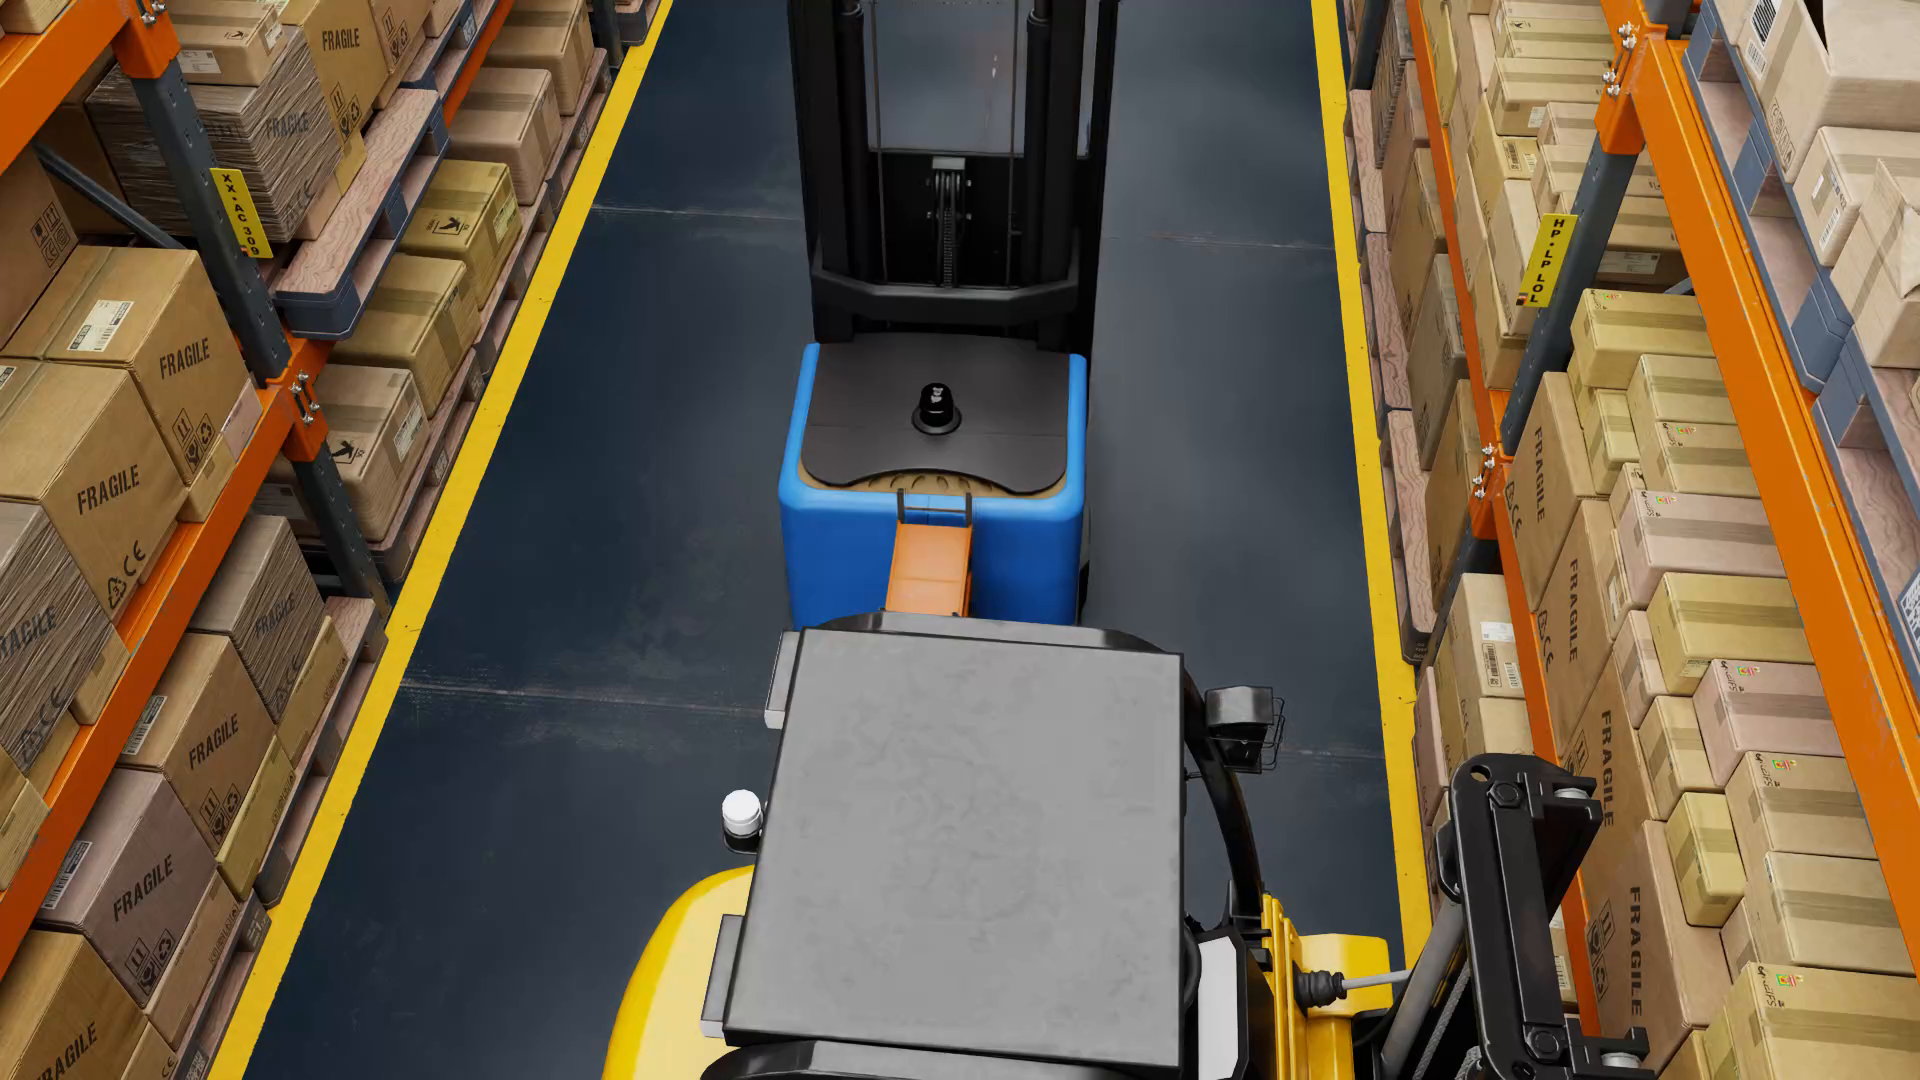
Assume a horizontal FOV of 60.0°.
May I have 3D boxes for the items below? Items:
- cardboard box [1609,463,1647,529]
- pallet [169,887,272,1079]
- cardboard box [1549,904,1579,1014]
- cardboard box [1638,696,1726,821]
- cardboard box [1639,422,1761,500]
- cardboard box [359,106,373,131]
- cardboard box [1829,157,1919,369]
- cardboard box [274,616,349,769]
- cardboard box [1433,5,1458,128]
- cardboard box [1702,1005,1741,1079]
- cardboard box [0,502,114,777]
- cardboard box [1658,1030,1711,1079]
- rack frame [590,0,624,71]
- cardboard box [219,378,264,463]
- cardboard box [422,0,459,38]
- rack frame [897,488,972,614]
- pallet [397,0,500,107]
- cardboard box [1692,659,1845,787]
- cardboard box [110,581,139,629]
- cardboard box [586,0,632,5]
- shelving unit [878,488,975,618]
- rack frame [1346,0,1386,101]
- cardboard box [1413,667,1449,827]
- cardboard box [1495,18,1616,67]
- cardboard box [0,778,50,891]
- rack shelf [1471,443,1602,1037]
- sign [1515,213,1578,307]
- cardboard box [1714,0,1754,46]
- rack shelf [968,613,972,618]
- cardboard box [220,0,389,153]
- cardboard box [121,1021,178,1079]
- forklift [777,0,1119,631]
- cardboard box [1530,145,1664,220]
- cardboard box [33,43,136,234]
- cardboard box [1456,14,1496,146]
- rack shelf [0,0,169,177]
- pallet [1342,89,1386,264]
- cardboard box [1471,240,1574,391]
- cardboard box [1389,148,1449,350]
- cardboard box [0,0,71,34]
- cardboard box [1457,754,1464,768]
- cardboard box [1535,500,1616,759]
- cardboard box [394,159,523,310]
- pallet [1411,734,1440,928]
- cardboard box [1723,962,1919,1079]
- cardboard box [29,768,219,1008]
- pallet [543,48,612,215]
[{"bbox_3d":[1.905,-0.052,4.284,0.380,0.149,0.250,4,48,3],"label":"cardboard box"},{"bbox_3d":[-2.864,1.605,5.165,1.003,0.211,1.213,4,48,4],"label":"pallet"},{"bbox_3d":[1.766,1.125,4.616,0.500,0.250,0.500,5,48,5],"label":"cardboard box"},{"bbox_3d":[1.777,0.503,3.776,0.380,0.149,0.250,2,48,2],"label":"cardboard box"},{"bbox_3d":[1.941,-0.152,4.174,0.380,0.149,0.250,3,48,3],"label":"cardboard box"},{"bbox_3d":[-2.384,-1.569,6.064,0.380,0.149,0.250,7,48,6],"label":"cardboard box"},{"bbox_3d":[1.776,-0.472,2.881,0.396,0.266,0.258,3,48,3],"label":"cardboard box"},{"bbox_3d":[-2.516,0.508,5.857,0.500,0.250,0.500,6,48,5],"label":"cardboard box"},{"bbox_3d":[2.155,-1.850,6.537,0.500,0.250,0.500,5,48,5],"label":"cardboard box"},{"bbox_3d":[1.694,1.069,3.258,0.380,0.149,0.250,4,48,4],"label":"cardboard box"},{"bbox_3d":[-2.605,0.239,4.256,0.500,0.500,0.500,5,48,5],"label":"cardboard box"},{"bbox_3d":[1.735,1.369,3.423,0.500,0.500,0.500,3,48,3],"label":"cardboard box"},{"bbox_3d":[-2.365,-3.670,8.100,1.000,3.000,0.127,4,48,4],"label":"rack frame"},{"bbox_3d":[-2.456,-0.389,5.270,0.380,0.149,0.250,3,48,3],"label":"cardboard box"},{"bbox_3d":[-2.218,-2.129,6.576,0.380,0.149,0.250,6,48,5],"label":"cardboard box"},{"bbox_3d":[-0.080,0.243,5.726,0.240,1.200,0.015,4,49,3],"label":"rack frame"},{"bbox_3d":[-2.505,-2.148,6.838,1.003,0.211,1.213,4,48,4],"label":"pallet"},{"bbox_3d":[1.851,0.413,3.656,0.380,0.149,0.250,4,48,3],"label":"cardboard box"},{"bbox_3d":[-2.609,0.163,4.765,0.380,0.149,0.250,3,48,3],"label":"cardboard box"},{"bbox_3d":[-2.220,-3.597,9.188,0.875,0.875,0.875,3,48,3],"label":"cardboard box"},{"bbox_3d":[-0.101,0.426,5.566,0.258,1.200,0.503,4,49,3],"label":"shelving unit"},{"bbox_3d":[2.578,-3.339,7.797,1.000,3.000,0.127,4,48,4],"label":"rack frame"},{"bbox_3d":[1.840,0.720,5.664,0.500,0.250,0.500,4,48,4],"label":"cardboard box"},{"bbox_3d":[2.082,-1.676,5.769,0.380,0.149,0.250,3,48,3],"label":"cardboard box"},{"bbox_3d":[-2.585,0.735,4.241,0.380,0.149,0.250,4,48,4],"label":"cardboard box"},{"bbox_3d":[2.031,1.313,4.030,1.077,0.370,4.000,4,48,4],"label":"rack shelf"},{"bbox_3d":[1.672,-0.793,4.738,0.100,0.325,0.005,4,48,4],"label":"sign"},{"bbox_3d":[1.870,-1.194,3.620,0.380,0.149,0.250,5,48,4],"label":"cardboard box"},{"bbox_3d":[-0.101,0.470,5.617,0.258,0.148,0.480,4,49,3],"label":"rack shelf"},{"bbox_3d":[-2.356,-1.700,5.744,0.500,0.500,0.500,4,48,4],"label":"cardboard box"},{"bbox_3d":[-2.654,1.644,4.818,0.500,0.250,0.500,7,48,6],"label":"cardboard box"},{"bbox_3d":[-0.009,-1.478,6.142,1.130,2.935,3.031,3,48,2],"label":"forklift"},{"bbox_3d":[2.029,-1.109,5.250,0.380,0.149,0.250,3,48,3],"label":"cardboard box"},{"bbox_3d":[-2.916,-1.362,5.435,0.500,0.500,0.500,3,48,3],"label":"cardboard box"},{"bbox_3d":[2.096,-1.650,6.015,0.500,0.250,0.500,5,48,4],"label":"cardboard box"},{"bbox_3d":[-2.912,-0.031,3.226,1.077,0.370,4.000,4,48,4],"label":"rack shelf"},{"bbox_3d":[2.464,-1.796,8.275,1.003,0.211,1.213,4,48,4],"label":"pallet"},{"bbox_3d":[1.999,-0.737,5.519,0.500,0.250,0.500,5,48,4],"label":"cardboard box"},{"bbox_3d":[2.395,-1.247,7.208,0.875,0.625,0.625,2,48,2],"label":"cardboard box"},{"bbox_3d":[-2.454,-1.406,4.166,0.380,0.149,0.250,4,48,4],"label":"cardboard box"},{"bbox_3d":[1.818,0.923,5.139,0.500,0.250,0.500,4,48,3],"label":"cardboard box"},{"bbox_3d":[1.882,0.259,4.439,0.500,0.500,0.500,5,48,4],"label":"cardboard box"},{"bbox_3d":[-2.561,-1.411,7.530,0.950,0.372,0.625,5,48,5],"label":"cardboard box"},{"bbox_3d":[2.099,1.123,5.606,1.003,0.211,1.213,4,48,4],"label":"pallet"},{"bbox_3d":[1.688,0.964,3.152,0.380,0.149,0.250,5,48,4],"label":"cardboard box"},{"bbox_3d":[-2.606,1.004,4.895,0.500,0.500,0.500,6,48,6],"label":"cardboard box"},{"bbox_3d":[-2.438,-2.155,8.604,1.003,0.211,1.213,4,48,4],"label":"pallet"}]
